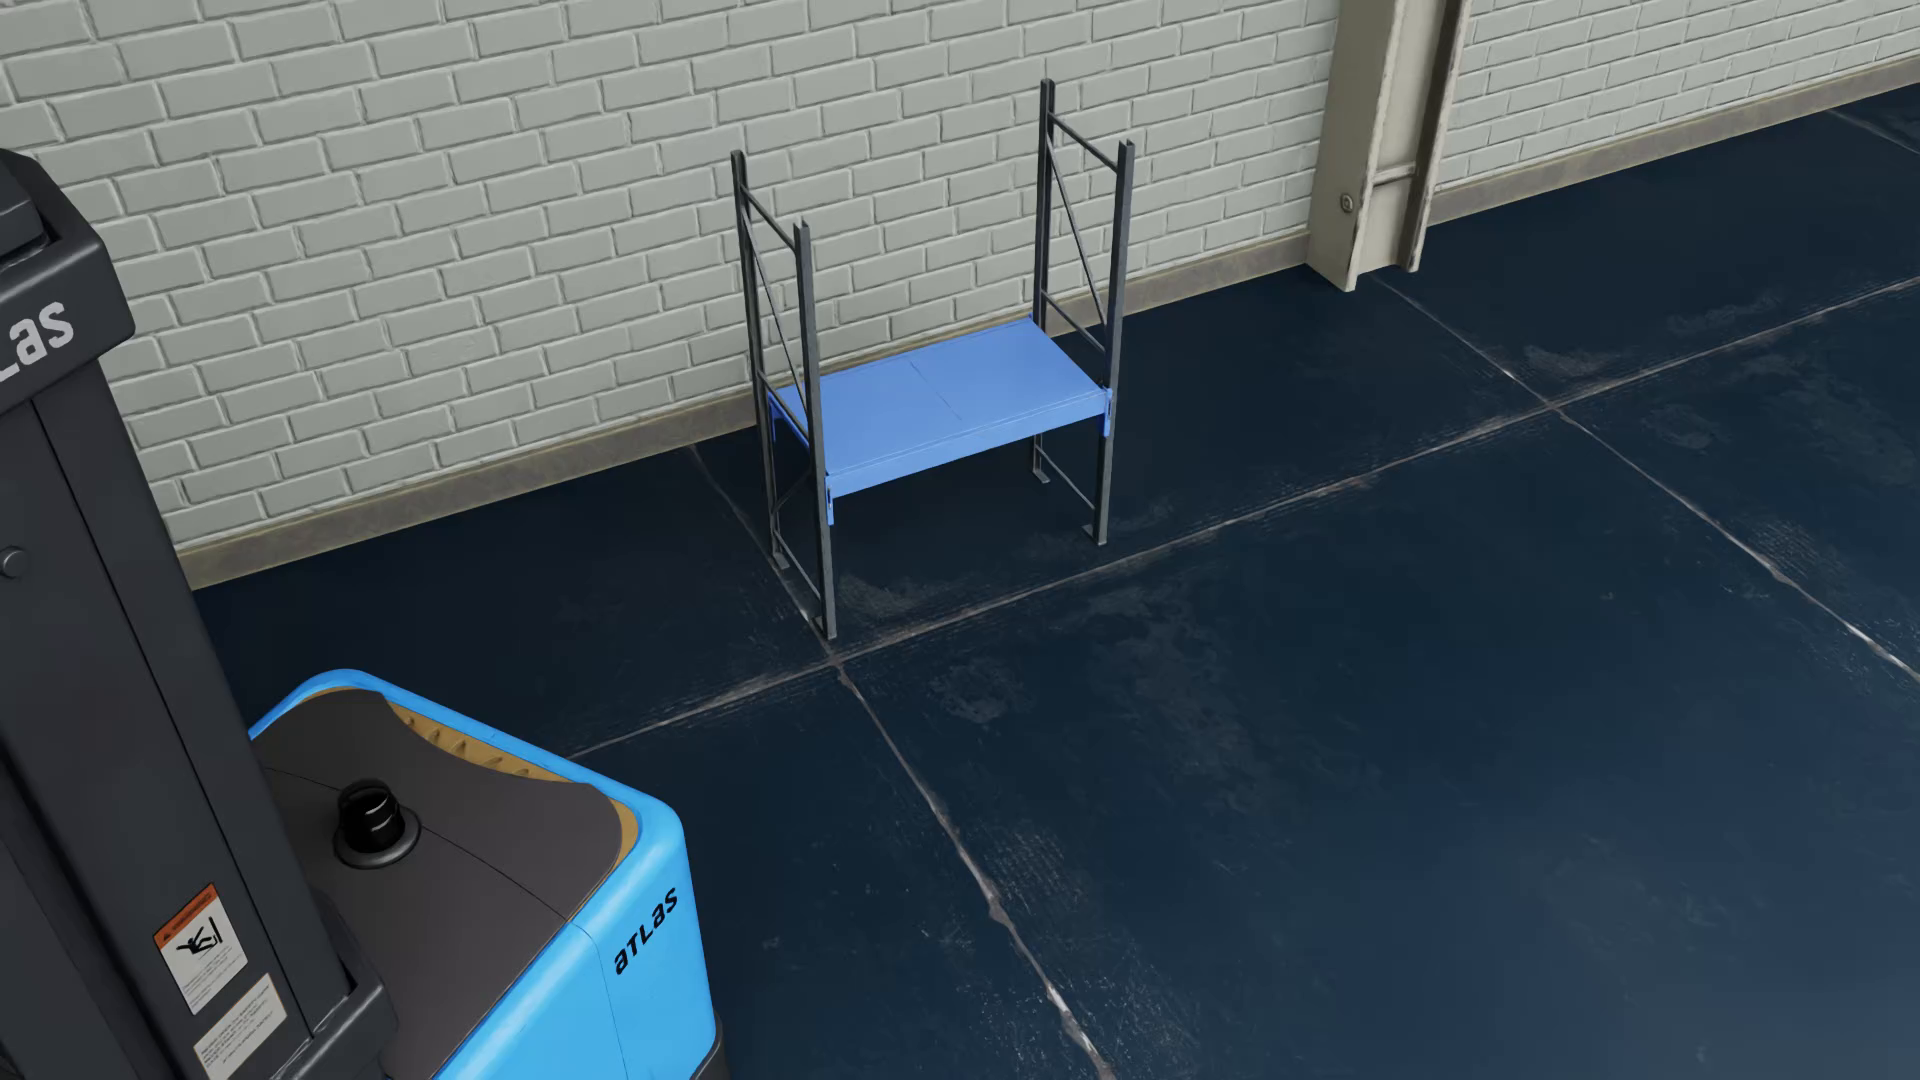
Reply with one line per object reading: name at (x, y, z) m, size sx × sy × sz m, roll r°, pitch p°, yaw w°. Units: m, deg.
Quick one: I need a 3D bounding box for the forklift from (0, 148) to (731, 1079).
forklift at (-1.688, 0.958, 2.350) m, size 1.130 × 2.935 × 3.031 m, roll 19°, pitch 44°, yaw 21°

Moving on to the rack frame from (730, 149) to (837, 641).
rack frame at (-0.527, -0.395, 5.056) m, size 0.032 × 1.500 × 0.500 m, roll -19°, pitch 44°, yaw -21°

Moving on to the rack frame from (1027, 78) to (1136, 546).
rack frame at (0.375, -0.699, 5.415) m, size 0.032 × 1.500 × 0.500 m, roll -19°, pitch 44°, yaw -21°

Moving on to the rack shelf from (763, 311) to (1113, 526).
rack shelf at (-0.076, -0.410, 5.352) m, size 1.000 × 0.185 × 0.538 m, roll -19°, pitch 44°, yaw -21°

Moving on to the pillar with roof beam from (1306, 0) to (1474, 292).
pillar with roof beam at (3.708, -2.153, 1.329) m, size 0.400 × 9.000 × 9.100 m, roll -19°, pitch 44°, yaw -21°

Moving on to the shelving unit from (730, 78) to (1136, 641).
shelving unit at (-0.076, -0.547, 5.235) m, size 1.048 × 1.500 × 0.538 m, roll -19°, pitch 44°, yaw -21°
